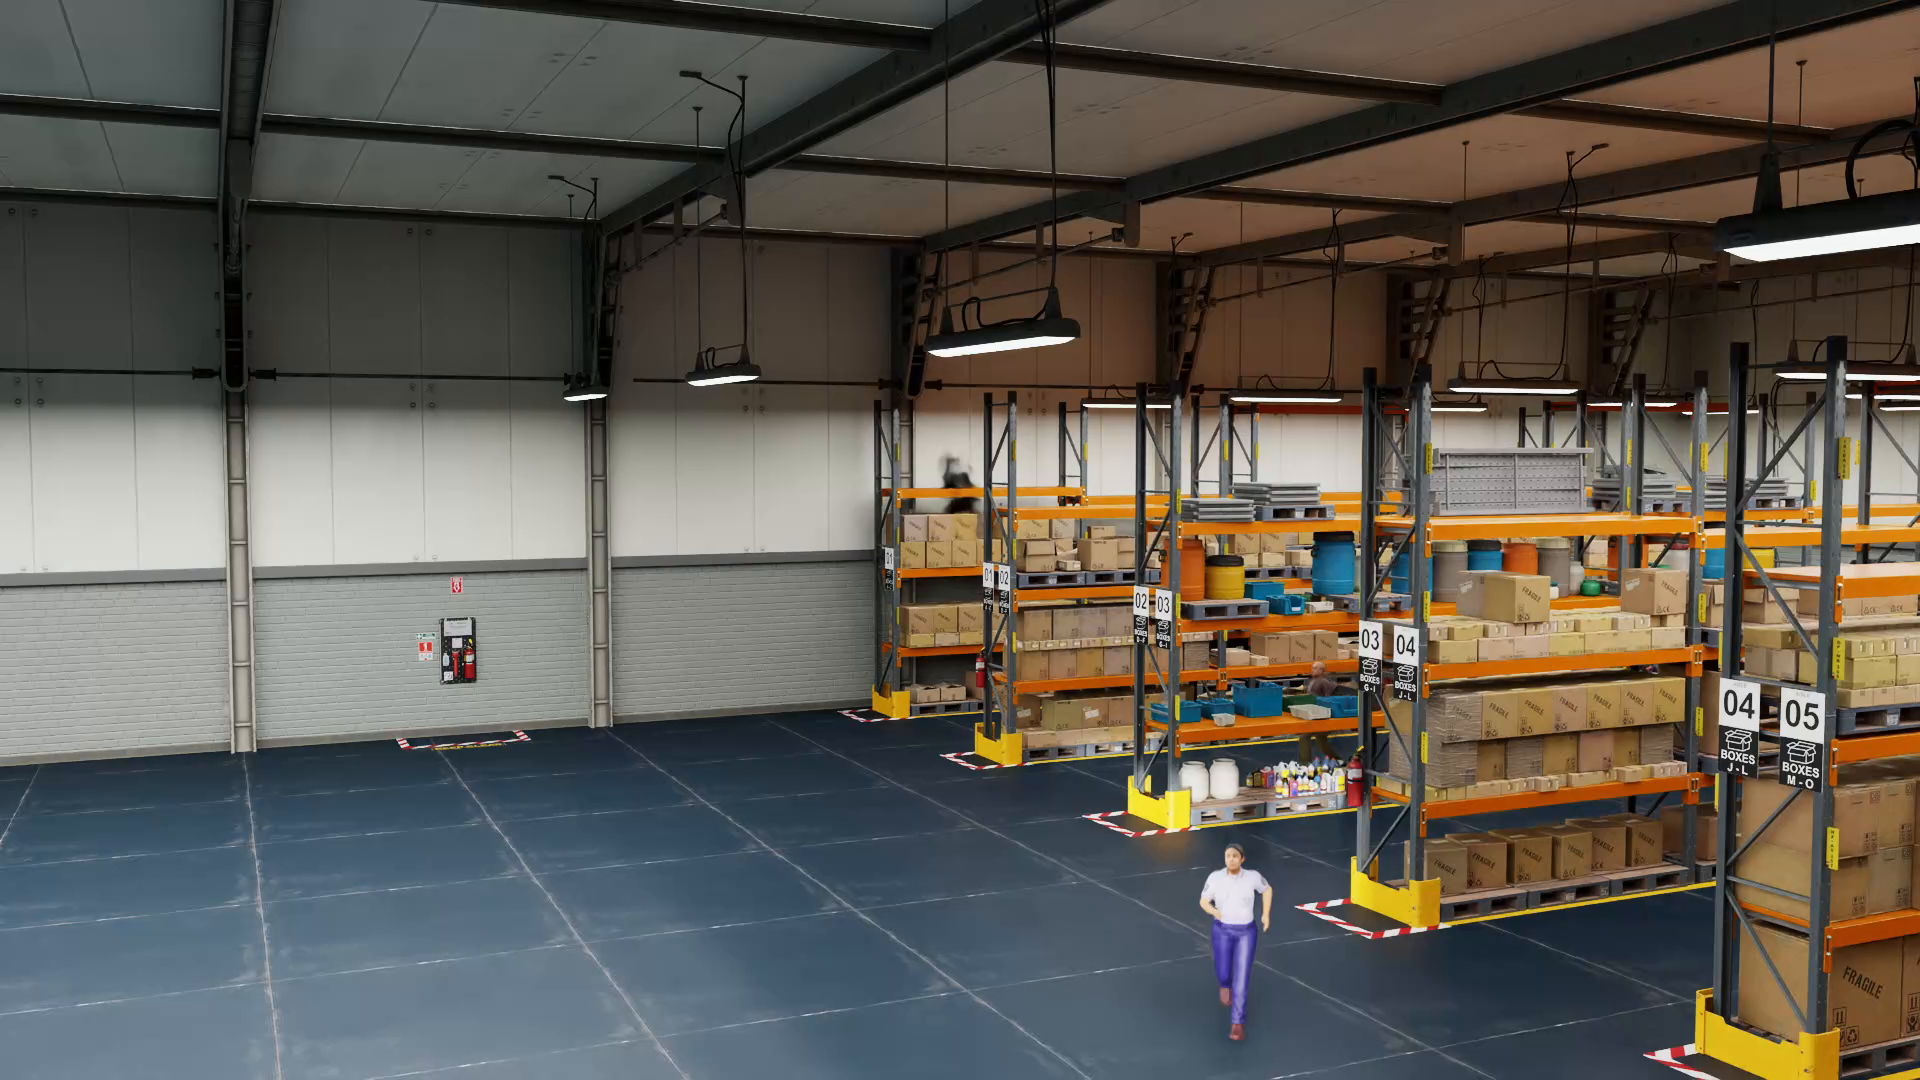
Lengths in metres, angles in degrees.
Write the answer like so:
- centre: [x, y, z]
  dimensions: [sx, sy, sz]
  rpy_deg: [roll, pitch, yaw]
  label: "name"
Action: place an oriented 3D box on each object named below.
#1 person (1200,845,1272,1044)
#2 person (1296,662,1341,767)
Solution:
- centre: [2.403, 3.485, 14.591]
  dimensions: [0.608, 1.597, 0.998]
  rpy_deg: [1, 3, 14]
  label: "person"
- centre: [5.474, 2.774, 25.629]
  dimensions: [0.913, 1.806, 0.699]
  rpy_deg: [-1, 4, -22]
  label: "person"
